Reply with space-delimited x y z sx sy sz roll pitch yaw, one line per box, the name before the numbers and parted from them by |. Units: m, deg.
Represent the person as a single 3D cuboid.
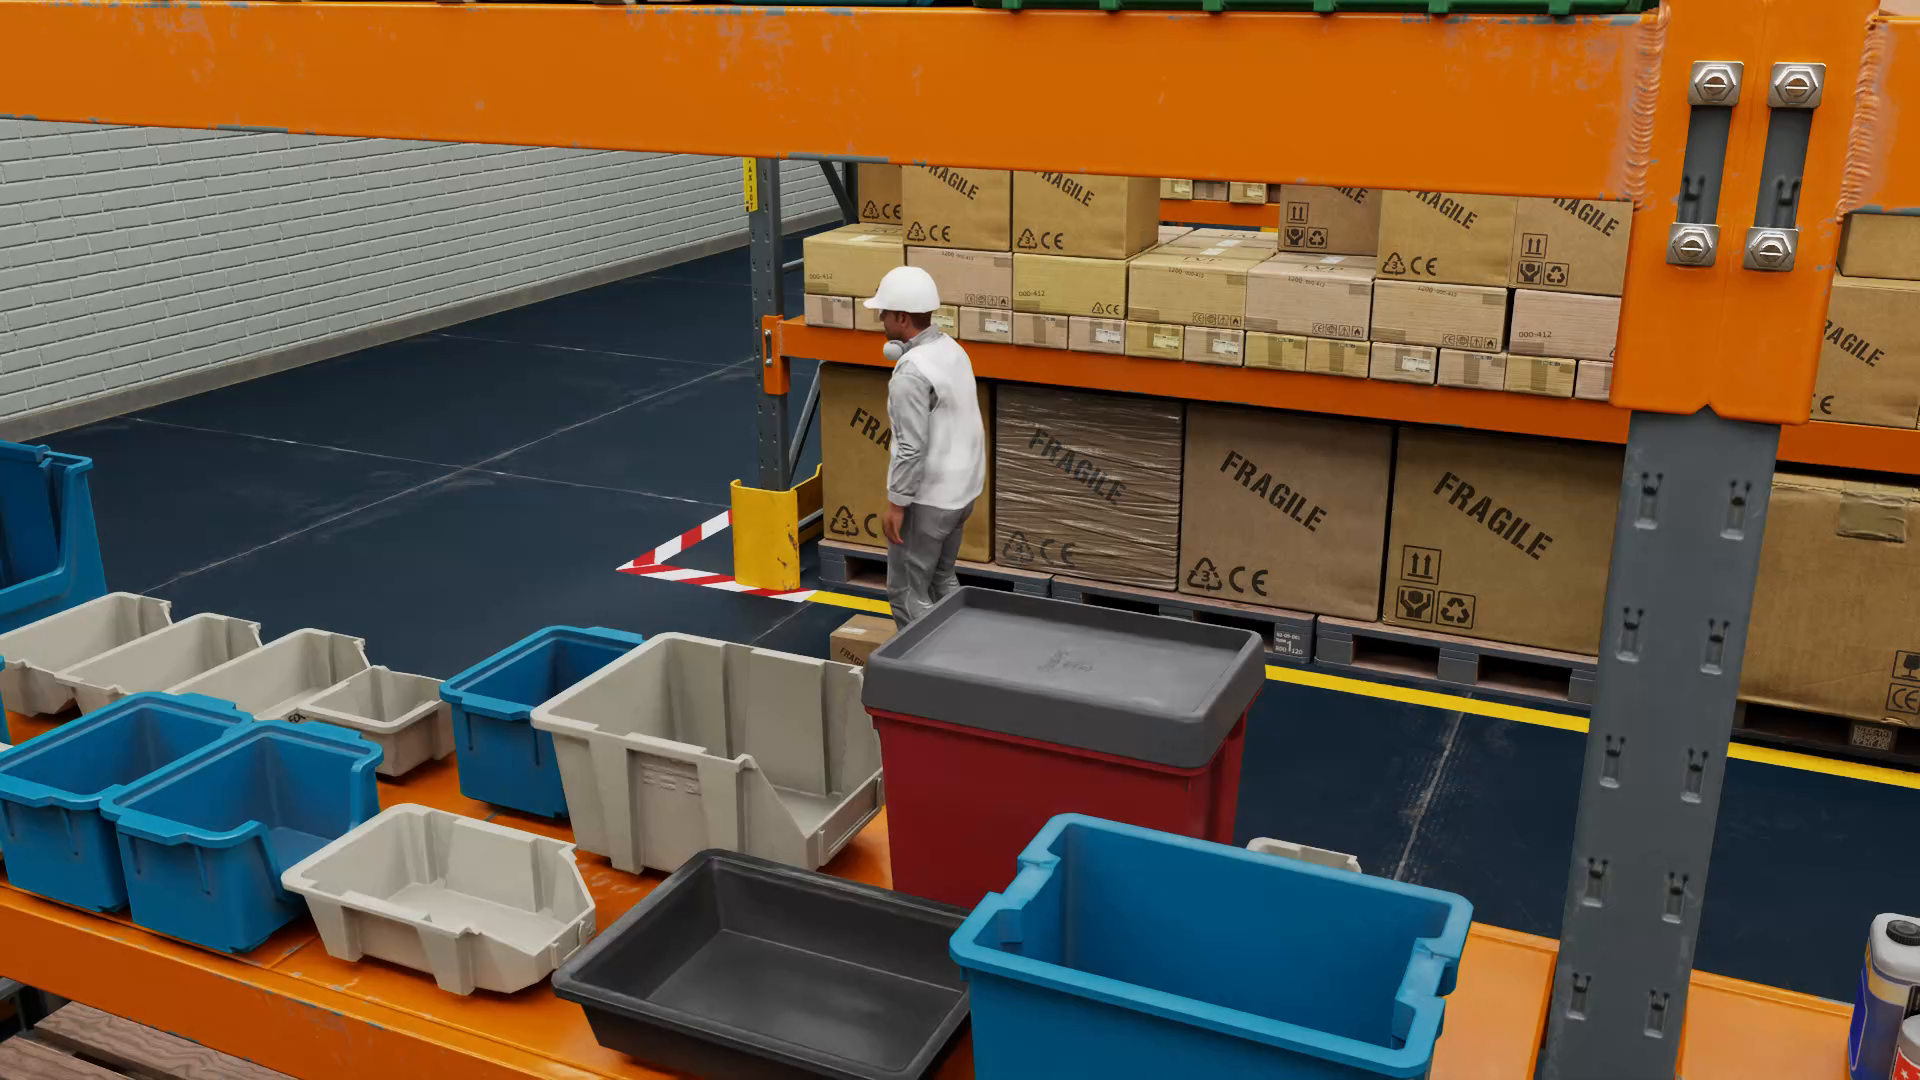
person | -0.138 -0.201 6.607 0.457 1.773 0.594 7 20 20
